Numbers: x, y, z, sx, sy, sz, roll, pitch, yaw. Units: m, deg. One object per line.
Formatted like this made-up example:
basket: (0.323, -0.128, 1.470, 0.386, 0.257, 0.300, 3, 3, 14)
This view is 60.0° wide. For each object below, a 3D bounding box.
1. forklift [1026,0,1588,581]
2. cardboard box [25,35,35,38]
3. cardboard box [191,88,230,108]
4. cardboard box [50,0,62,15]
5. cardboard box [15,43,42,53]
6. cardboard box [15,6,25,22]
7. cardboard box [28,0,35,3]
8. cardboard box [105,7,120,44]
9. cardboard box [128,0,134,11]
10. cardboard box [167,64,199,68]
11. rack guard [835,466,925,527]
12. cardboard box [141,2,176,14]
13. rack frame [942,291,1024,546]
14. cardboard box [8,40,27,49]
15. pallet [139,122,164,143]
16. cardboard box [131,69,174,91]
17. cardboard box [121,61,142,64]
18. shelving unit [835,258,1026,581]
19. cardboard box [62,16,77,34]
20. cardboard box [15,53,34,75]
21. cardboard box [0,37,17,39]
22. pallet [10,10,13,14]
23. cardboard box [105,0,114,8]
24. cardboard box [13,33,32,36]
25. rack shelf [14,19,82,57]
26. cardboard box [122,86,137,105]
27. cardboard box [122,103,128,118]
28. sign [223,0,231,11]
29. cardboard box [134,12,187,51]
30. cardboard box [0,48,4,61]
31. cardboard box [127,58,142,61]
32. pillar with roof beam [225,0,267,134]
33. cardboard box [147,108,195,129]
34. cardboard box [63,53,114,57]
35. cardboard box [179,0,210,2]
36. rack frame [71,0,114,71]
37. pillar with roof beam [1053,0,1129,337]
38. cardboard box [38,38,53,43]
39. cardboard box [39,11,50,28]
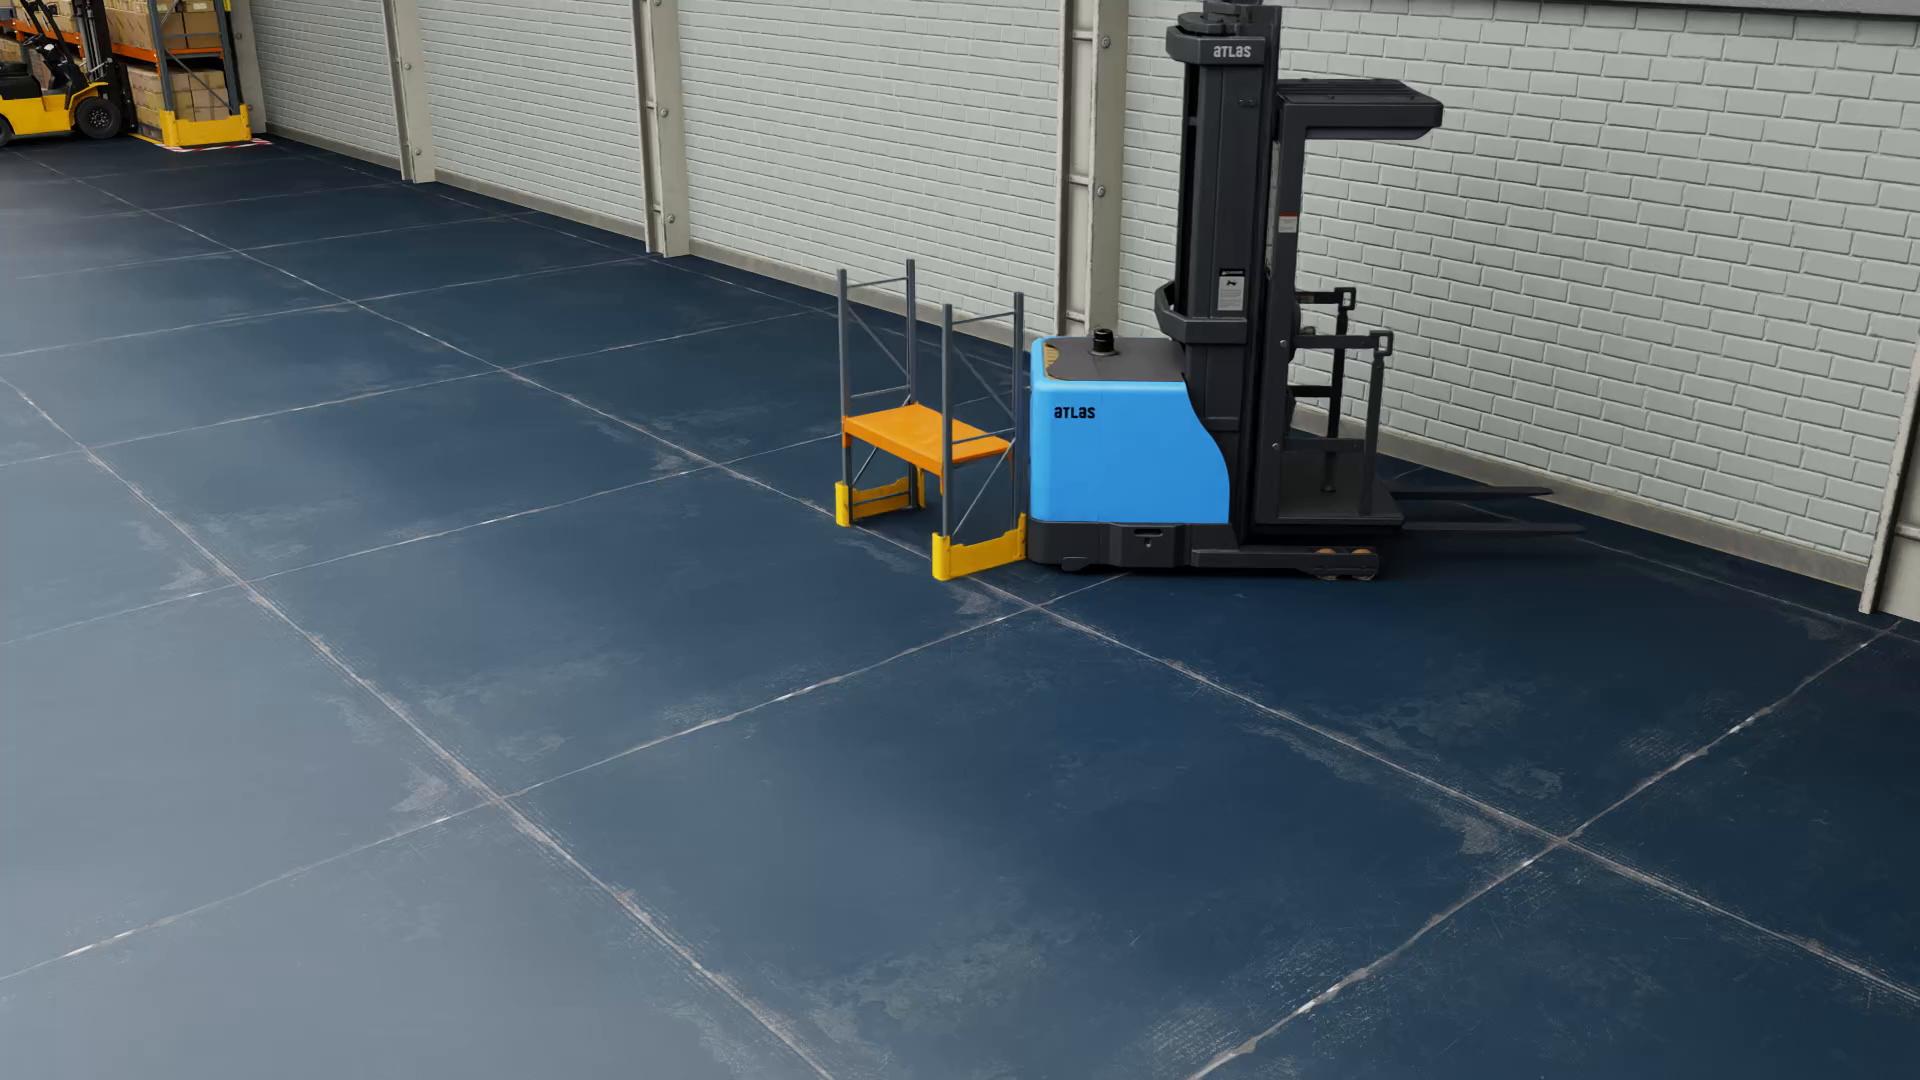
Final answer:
forklift: (1.896, -1.345, 8.899, 3.031, 2.935, 1.130, 1, 21, 2)
cardboard box: (-17.527, -9.507, 31.605, 0.380, 0.149, 0.250, -17, 27, -37)
cardboard box: (-11.179, -6.565, 24.643, 0.500, 0.250, 0.500, -17, 27, -36)
cardboard box: (-14.496, -8.721, 27.158, 0.500, 0.250, 0.500, -18, 28, -39)
cardboard box: (-16.766, -8.858, 29.950, 0.380, 0.149, 0.250, -19, 28, -40)
cardboard box: (-16.147, -9.198, 29.060, 0.500, 0.250, 0.500, -17, 27, -37)
cardboard box: (-15.493, -9.143, 28.235, 0.500, 0.250, 0.500, -18, 28, -39)
cardboard box: (-12.553, -7.781, 25.101, 0.500, 0.500, 0.500, -17, 27, -37)
cardboard box: (-11.934, -7.837, 24.353, 0.380, 0.149, 0.250, -18, 27, -38)
cardboard box: (-11.847, -7.075, 25.257, 0.500, 0.250, 0.500, -18, 27, -38)
rack guard: (-0.467, -0.266, 9.819, 0.587, 0.250, 0.087, -14, 26, -33)
cardboard box: (-11.468, -7.616, 23.789, 0.380, 0.149, 0.250, -17, 27, -37)
rack frame: (0.121, -0.545, 8.820, 0.500, 1.500, 0.032, -14, 26, -33)
cardboard box: (-17.244, -9.093, 30.550, 0.380, 0.149, 0.250, -16, 27, -36)
pallet: (-11.561, -6.141, 24.874, 1.003, 0.211, 1.213, -17, 27, -37)
cardboard box: (-11.904, -6.812, 24.585, 0.500, 0.250, 0.500, -17, 27, -36)
cardboard box: (-12.903, -7.237, 25.672, 0.500, 0.250, 0.500, -16, 27, -36)
shelving unit: (-0.179, -0.699, 9.213, 0.587, 1.500, 1.083, -14, 26, -33)
cardboard box: (-14.168, -8.350, 26.896, 0.500, 0.250, 0.500, -17, 27, -36)
cardboard box: (-16.691, -8.546, 30.041, 0.500, 0.500, 0.500, -16, 27, -36)
cardboard box: (-17.732, -9.311, 31.106, 0.380, 0.149, 0.250, -17, 27, -37)
pallet: (-17.525, -9.895, 30.898, 1.003, 0.211, 1.213, -17, 27, -37)
cardboard box: (-12.638, -8.109, 25.049, 0.380, 0.149, 0.250, -18, 28, -38)
cardboard box: (-18.063, -9.718, 32.144, 0.380, 0.149, 0.250, -17, 27, -37)
rack shelf: (-14.946, -8.561, 28.215, 1.077, 0.370, 4.000, -17, 27, -37)
cardboard box: (-12.256, -6.725, 25.050, 0.500, 0.250, 0.500, -18, 28, -39)
cardboard box: (-12.569, -6.626, 25.483, 0.500, 0.250, 0.500, -16, 27, -36)
sign: (-10.605, -7.809, 24.012, 0.100, 0.325, 0.005, -17, 27, -37)
cardboard box: (-11.550, -7.358, 24.020, 0.500, 0.500, 0.500, -18, 28, -39)
cardboard box: (-17.706, -8.969, 31.123, 0.500, 0.500, 0.500, -19, 28, -39)
cardboard box: (-12.831, -7.498, 26.337, 0.500, 0.250, 0.500, -18, 28, -38)
pillar with roof beam: (-14.063, -9.414, 21.179, 9.100, 9.000, 0.400, -17, 27, -37)
cardboard box: (-11.576, -6.208, 24.415, 0.500, 0.250, 0.500, -17, 27, -37)
cardboard box: (-14.983, -7.998, 28.472, 0.875, 0.625, 0.625, -19, 28, -40)
cardboard box: (-11.087, -7.869, 24.027, 0.380, 0.149, 0.250, -18, 28, -38)
rack frame: (-13.641, -8.343, 26.673, 1.000, 3.000, 0.127, -17, 27, -37)
pillar with roof beam: (-2.313, -4.440, 8.482, 9.100, 9.000, 0.400, -17, 27, -37)
cardboard box: (-17.046, -9.288, 31.046, 0.380, 0.149, 0.250, -18, 28, -39)
cardboard box: (-15.144, -8.773, 27.976, 0.500, 0.250, 0.500, -16, 27, -36)
